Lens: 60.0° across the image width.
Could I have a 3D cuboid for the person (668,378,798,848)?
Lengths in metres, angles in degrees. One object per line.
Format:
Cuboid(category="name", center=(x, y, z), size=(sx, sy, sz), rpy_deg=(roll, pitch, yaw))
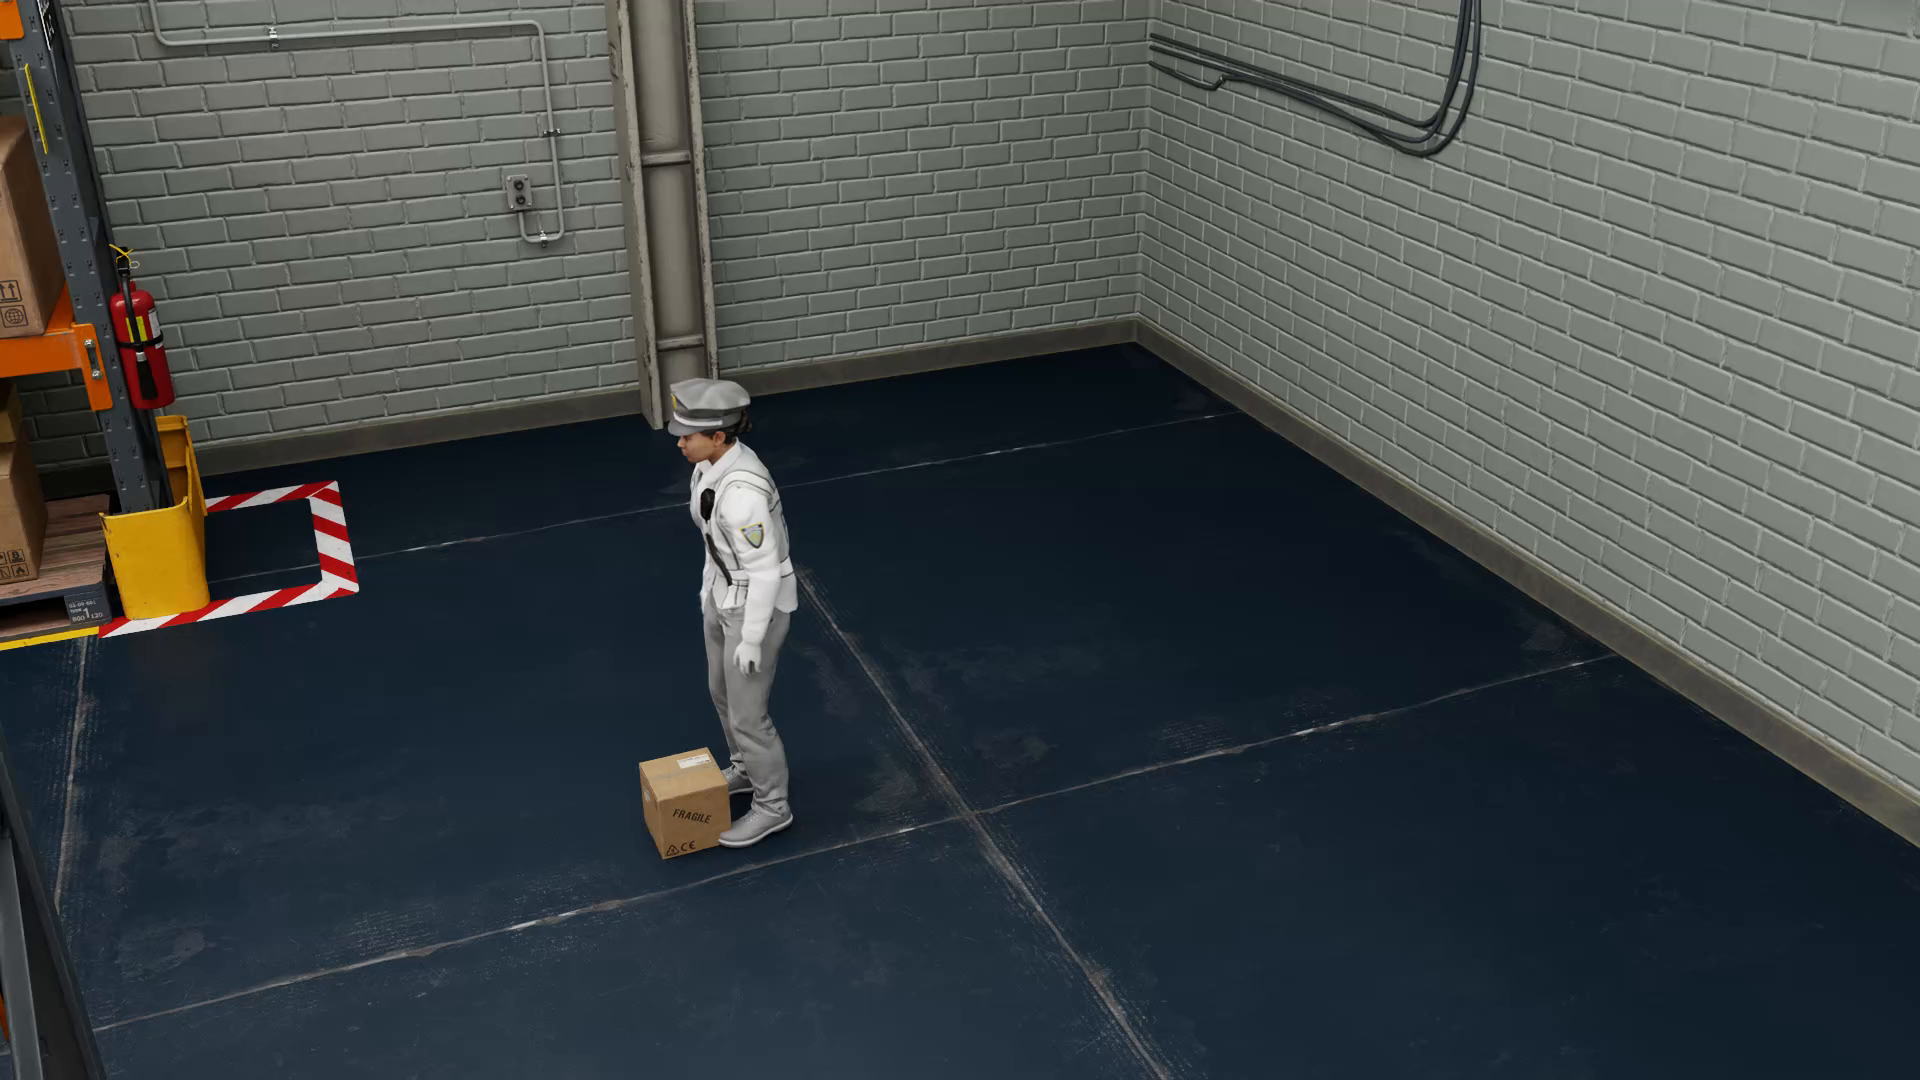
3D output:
Cuboid(category="person", center=(-0.749, 0.243, 5.612), size=(0.377, 1.663, 0.531), rpy_deg=(-11, 28, -21))
